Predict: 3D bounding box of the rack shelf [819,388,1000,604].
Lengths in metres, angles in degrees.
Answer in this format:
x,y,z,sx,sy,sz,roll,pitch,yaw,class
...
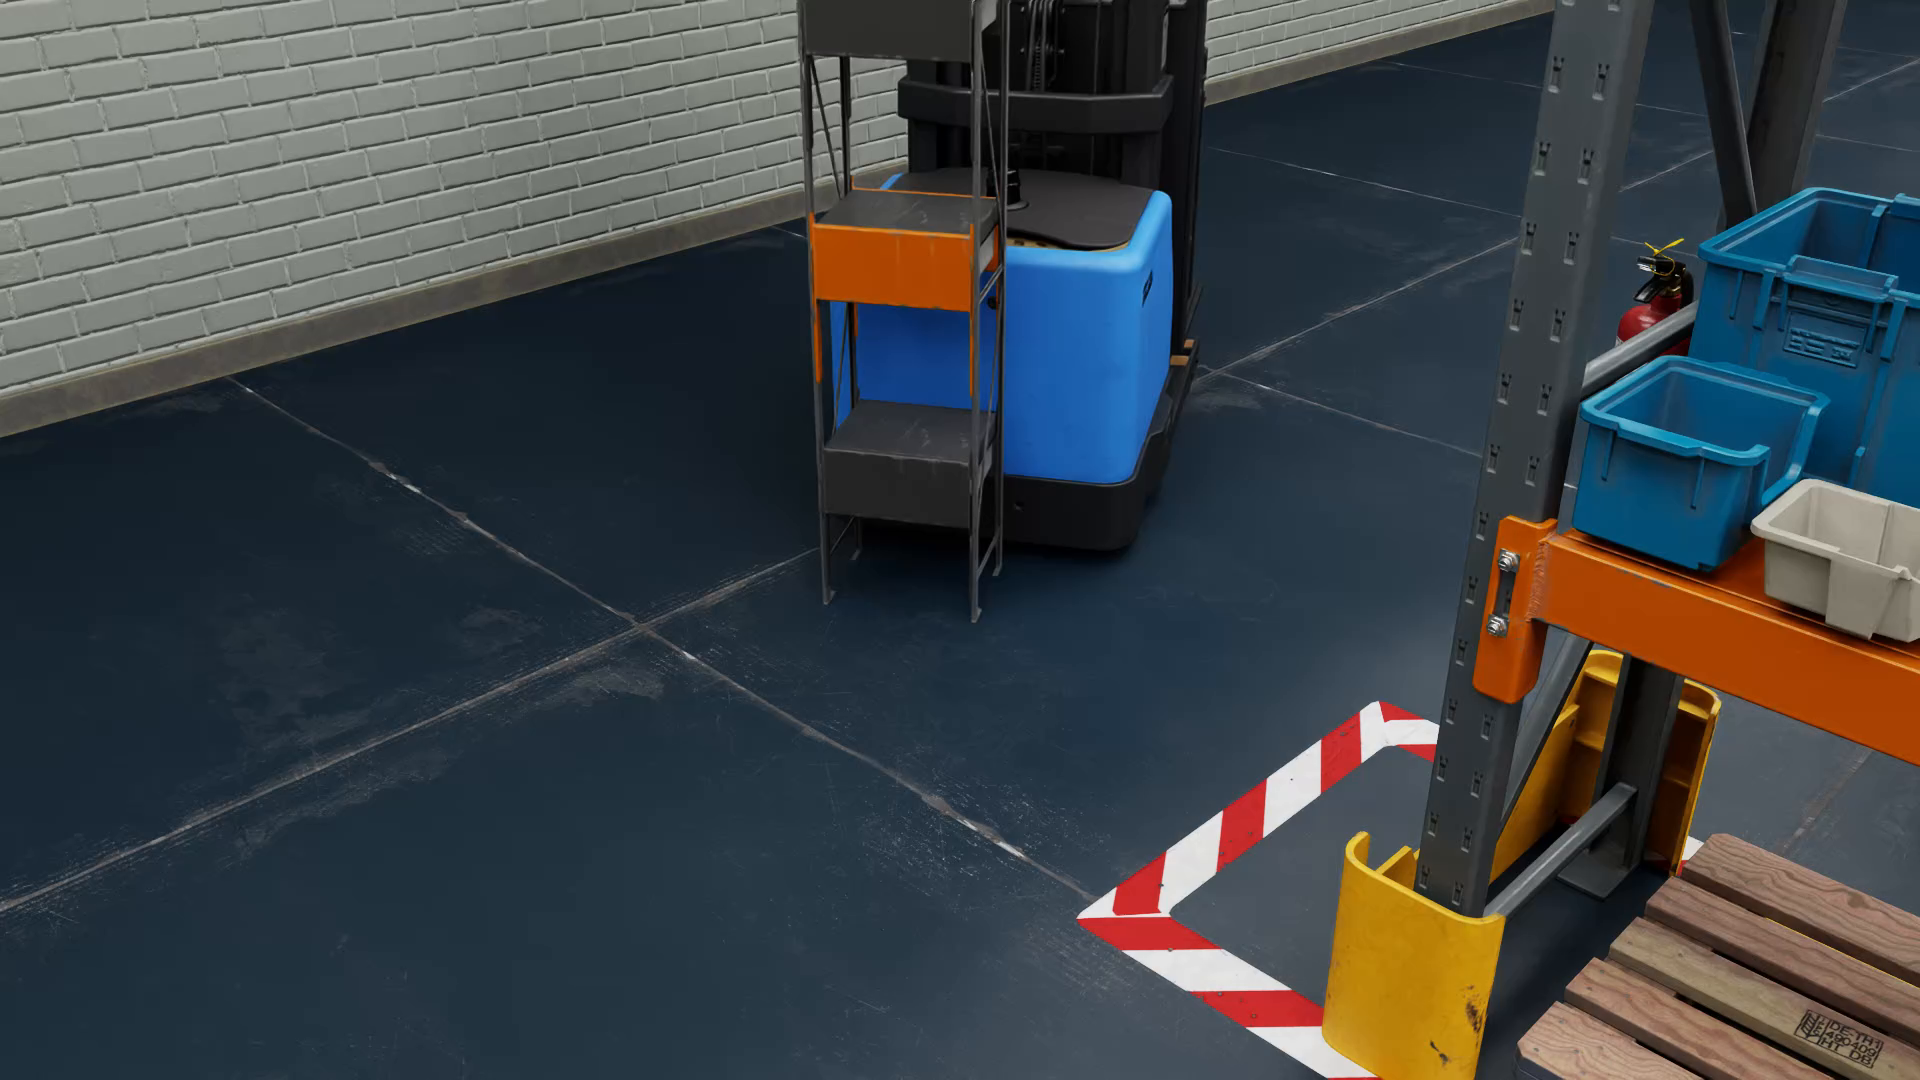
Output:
x,y,z,sx,sy,sz,roll,pitch,yaw,class
-0.149,-0.148,5.308,0.480,0.518,0.431,6,28,12,rack shelf

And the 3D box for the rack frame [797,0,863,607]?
x,y,z,sx,sy,sz,roll,pitch,yaw,class
-0.386,-0.806,5.026,0.015,2.100,0.400,6,28,12,rack frame

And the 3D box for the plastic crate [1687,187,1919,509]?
x,y,z,sx,sy,sz,roll,pitch,yaw,class
1.701,-0.364,3.118,0.499,0.435,0.616,25,36,38,plastic crate

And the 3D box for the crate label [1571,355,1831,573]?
x,y,z,sx,sy,sz,roll,pitch,yaw,class
1.276,-0.132,2.894,0.303,0.233,0.416,25,36,38,crate label

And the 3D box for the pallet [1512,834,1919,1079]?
x,y,z,sx,sy,sz,roll,pitch,yaw,class
1.892,1.147,3.342,1.213,0.211,1.003,25,36,38,pallet

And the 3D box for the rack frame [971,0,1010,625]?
x,y,z,sx,sy,sz,roll,pitch,yaw,class
0.089,-0.753,4.926,0.015,2.100,0.400,6,28,12,rack frame

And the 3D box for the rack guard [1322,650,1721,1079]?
x,y,z,sx,sy,sz,roll,pitch,yaw,class
1.305,0.733,3.818,0.348,0.500,1.175,25,36,38,rack guard

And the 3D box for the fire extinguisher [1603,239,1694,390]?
x,y,z,sx,sy,sz,roll,pitch,yaw,class
1.542,-0.370,3.715,0.183,0.674,0.296,25,36,38,fire extinguisher

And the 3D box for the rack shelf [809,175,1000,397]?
x,y,z,sx,sy,sz,roll,pitch,yaw,class
-0.149,-0.767,4.982,0.480,0.518,0.431,6,28,12,rack shelf

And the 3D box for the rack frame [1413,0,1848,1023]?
x,y,z,sx,sy,sz,roll,pitch,yaw,class
1.331,-0.369,3.230,0.127,3.000,1.000,25,36,38,rack frame

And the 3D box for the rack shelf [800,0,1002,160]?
x,y,z,sx,sy,sz,roll,pitch,yaw,class
-0.149,-1.387,4.657,0.480,0.518,0.431,6,28,12,rack shelf

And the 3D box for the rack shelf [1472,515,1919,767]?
x,y,z,sx,sy,sz,roll,pitch,yaw,class
2.757,0.602,2.156,4.000,0.370,1.077,25,36,38,rack shelf

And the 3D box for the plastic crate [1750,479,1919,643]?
x,y,z,sx,sy,sz,roll,pitch,yaw,class
1.447,0.043,2.665,0.298,0.136,0.250,25,36,38,plastic crate

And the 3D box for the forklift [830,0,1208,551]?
x,y,z,sx,sy,sz,roll,pitch,yaw,class
0.401,-1.929,6.269,1.130,2.935,3.031,6,28,12,forklift

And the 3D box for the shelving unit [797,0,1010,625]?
x,y,z,sx,sy,sz,roll,pitch,yaw,class
-0.149,-0.779,4.976,0.503,2.100,0.431,6,28,12,shelving unit
